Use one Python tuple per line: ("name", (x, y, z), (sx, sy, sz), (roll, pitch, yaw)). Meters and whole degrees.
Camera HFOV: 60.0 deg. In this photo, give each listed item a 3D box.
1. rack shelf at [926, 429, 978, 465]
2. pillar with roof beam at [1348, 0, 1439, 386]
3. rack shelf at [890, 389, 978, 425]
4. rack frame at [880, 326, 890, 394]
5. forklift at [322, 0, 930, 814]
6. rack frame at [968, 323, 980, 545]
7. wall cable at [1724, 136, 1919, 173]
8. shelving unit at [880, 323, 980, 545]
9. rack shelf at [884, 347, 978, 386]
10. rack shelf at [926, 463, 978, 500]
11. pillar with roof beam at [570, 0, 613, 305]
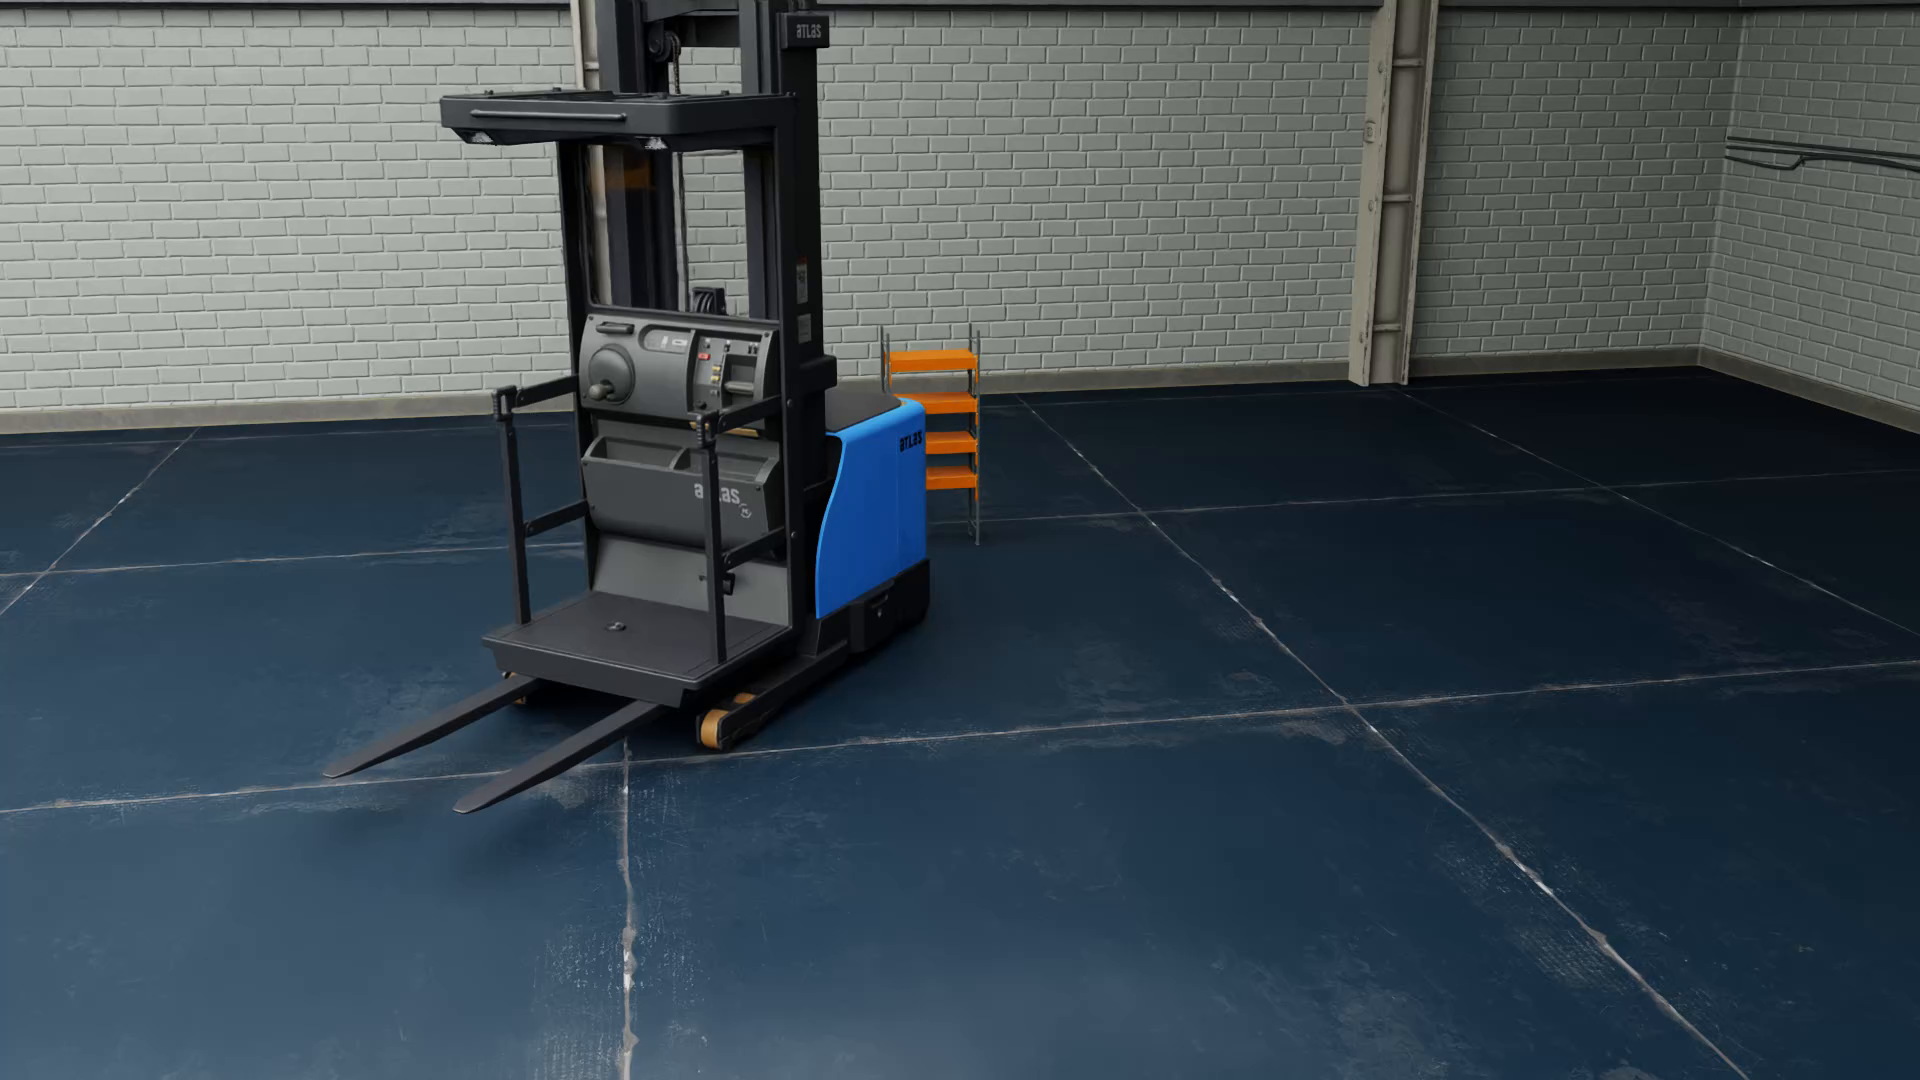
("rack shelf", (-0.163, -0.500, 9.125), (0.480, 0.148, 0.258), (-3, 17, -10))
("pillar with roof beam", (4.206, -4.348, 8.140), (0.400, 9.000, 9.100), (-3, 17, -10))
("rack shelf", (-0.163, -0.714, 9.060), (0.480, 0.148, 0.258), (-3, 17, -10))
("rack frame", (-0.402, -0.551, 9.061), (0.015, 1.200, 0.240), (-3, 17, -10))
("forklift", (-1.266, -0.713, 6.641), (1.130, 2.935, 3.031), (9, 19, 26))
("rack frame", (0.077, -0.578, 9.150), (0.015, 1.200, 0.240), (-3, 17, -10))
("wall cable", (6.532, -3.887, 11.930), (0.112, 2.526, 3.097), (-3, 17, -10))
("shelving unit", (-0.163, -0.564, 9.106), (0.503, 1.200, 0.258), (-3, 17, -10))
("rack shelf", (-0.163, -0.940, 8.990), (0.480, 0.148, 0.258), (-3, 17, -10))
("rack shelf", (-0.163, -0.310, 9.184), (0.480, 0.148, 0.258), (-3, 17, -10))
("pillar with roof beam", (-1.685, -4.013, 7.052), (0.400, 9.000, 9.100), (-3, 17, -10))
